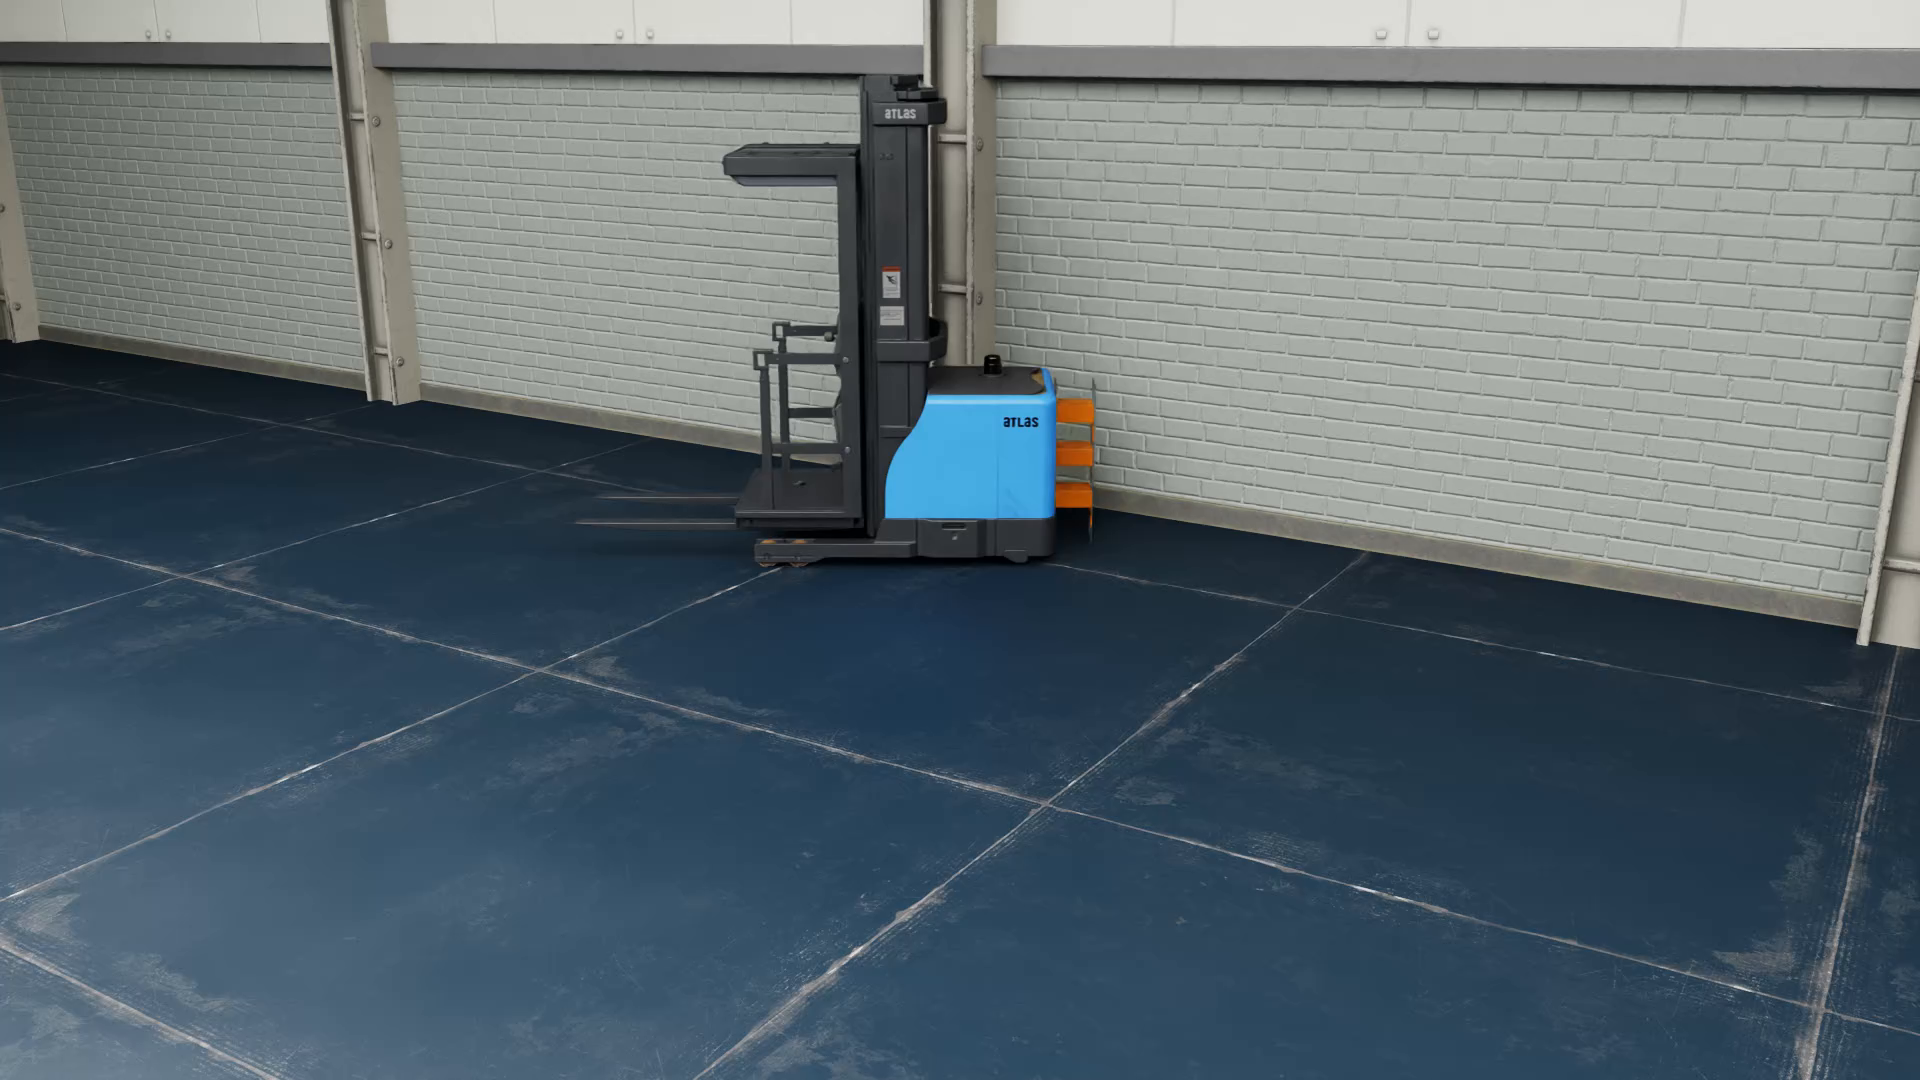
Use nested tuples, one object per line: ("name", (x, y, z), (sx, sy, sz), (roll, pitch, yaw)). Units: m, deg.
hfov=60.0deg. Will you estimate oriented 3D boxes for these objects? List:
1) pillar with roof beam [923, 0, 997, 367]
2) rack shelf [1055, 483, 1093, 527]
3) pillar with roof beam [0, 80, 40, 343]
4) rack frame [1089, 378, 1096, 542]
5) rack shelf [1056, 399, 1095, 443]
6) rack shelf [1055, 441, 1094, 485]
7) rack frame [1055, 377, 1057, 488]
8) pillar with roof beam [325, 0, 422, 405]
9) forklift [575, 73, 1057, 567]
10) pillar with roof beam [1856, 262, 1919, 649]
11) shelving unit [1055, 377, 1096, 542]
("pillar with roof beam", (-2.253, -3.596, 7.237), (0.400, 9.000, 9.100), (10, 20, 30))
("rack shelf", (0.736, -0.240, 10.858), (0.240, 0.259, 0.215), (0, 17, 0))
("pillar with roof beam", (-12.478, -5.421, 13.246), (0.400, 9.000, 9.100), (10, 20, 30))
("rack frame", (0.858, -0.516, 10.773), (0.008, 1.050, 0.200), (0, 17, 0))
("rack shelf", (0.736, -0.777, 10.695), (0.240, 0.259, 0.215), (0, 17, 0))
("rack shelf", (0.736, -0.506, 10.777), (0.240, 0.259, 0.215), (0, 17, 0))
("rack frame", (0.614, -0.516, 10.775), (0.008, 1.050, 0.200), (0, 17, 0))
("pillar with roof beam", (-7.366, -4.509, 10.241), (0.400, 9.000, 9.100), (10, 20, 30))
("forklift", (-0.910, -1.388, 10.407), (3.031, 2.935, 1.130), (0, 17, 0))
("pillar with roof beam", (2.860, -2.683, 4.232), (0.400, 9.000, 9.100), (10, 20, 30))
("shelving unit", (0.736, -0.516, 10.774), (0.252, 1.050, 0.215), (0, 17, 0))
